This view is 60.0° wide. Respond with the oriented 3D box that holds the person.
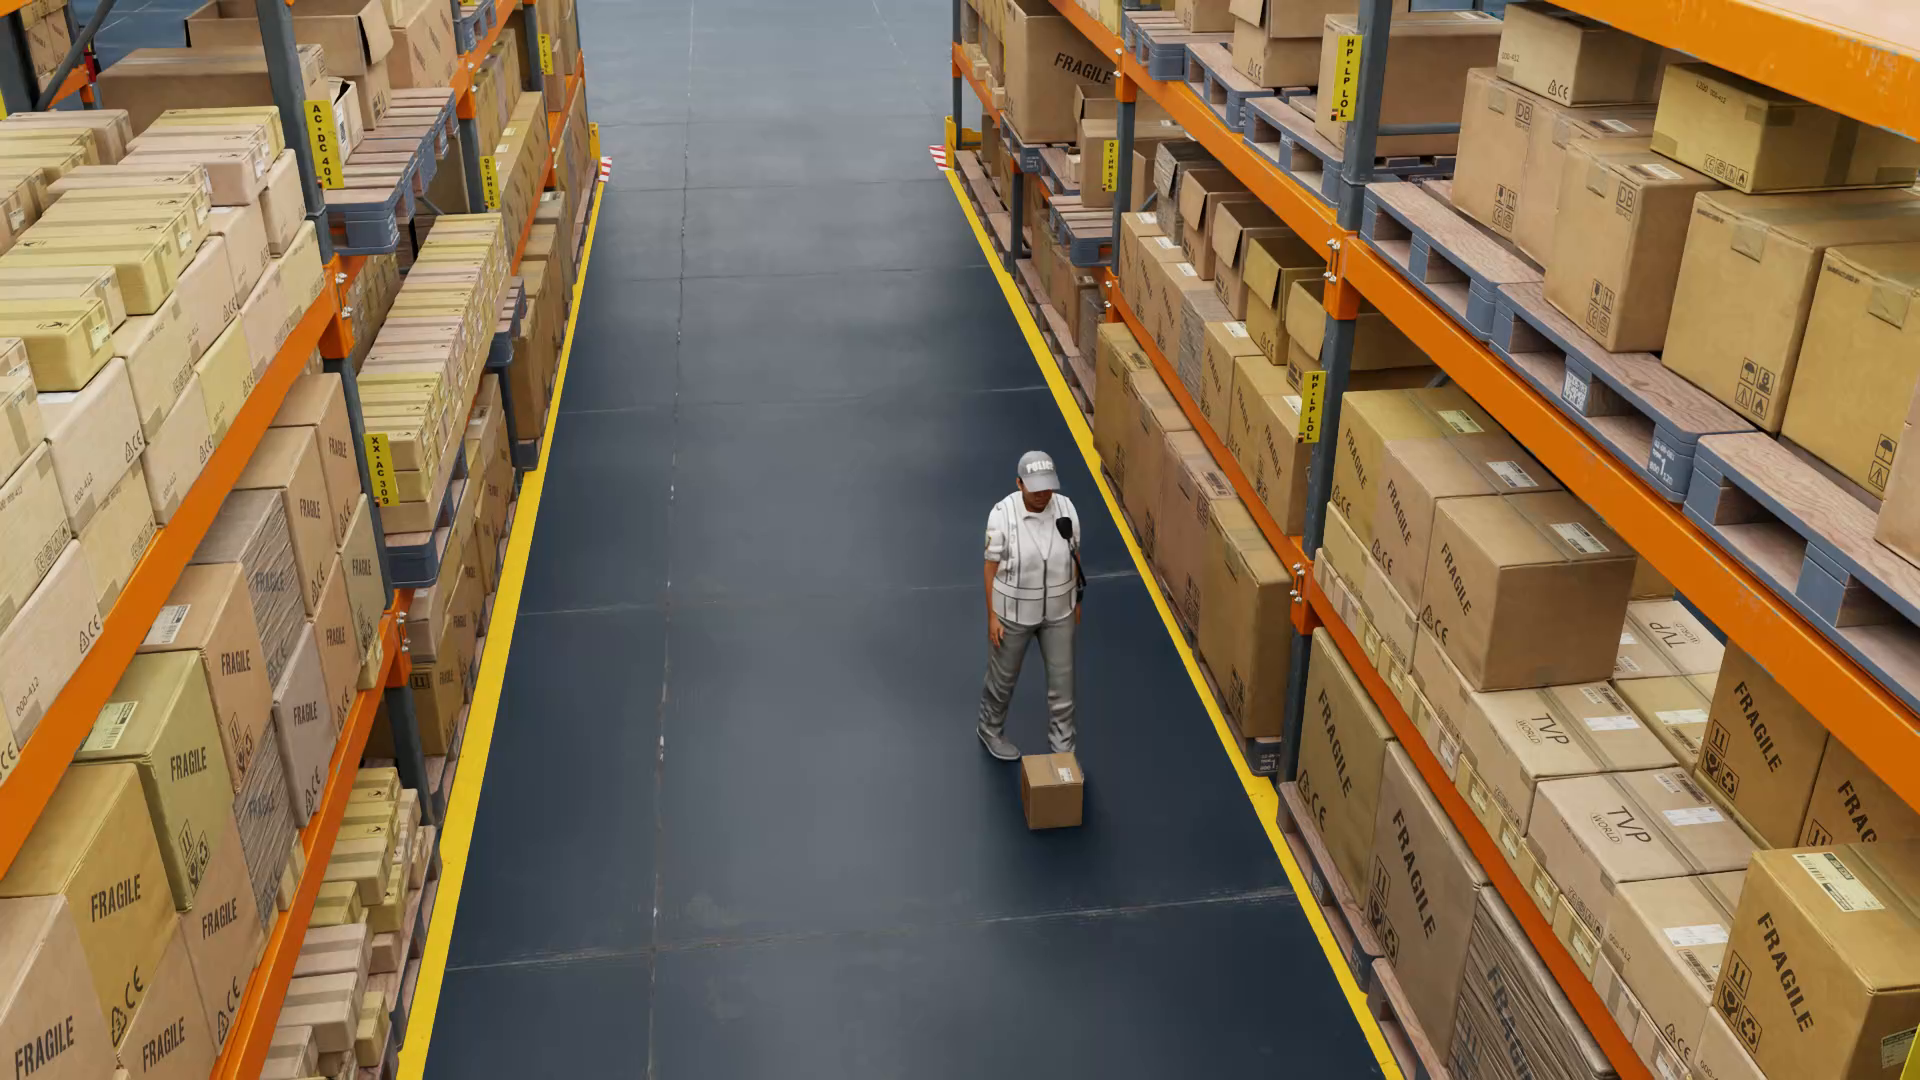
[{"bbox_3d":[0.371,0.362,7.919,0.487,1.673,0.583,-7,28,-13],"label":"person"}]
